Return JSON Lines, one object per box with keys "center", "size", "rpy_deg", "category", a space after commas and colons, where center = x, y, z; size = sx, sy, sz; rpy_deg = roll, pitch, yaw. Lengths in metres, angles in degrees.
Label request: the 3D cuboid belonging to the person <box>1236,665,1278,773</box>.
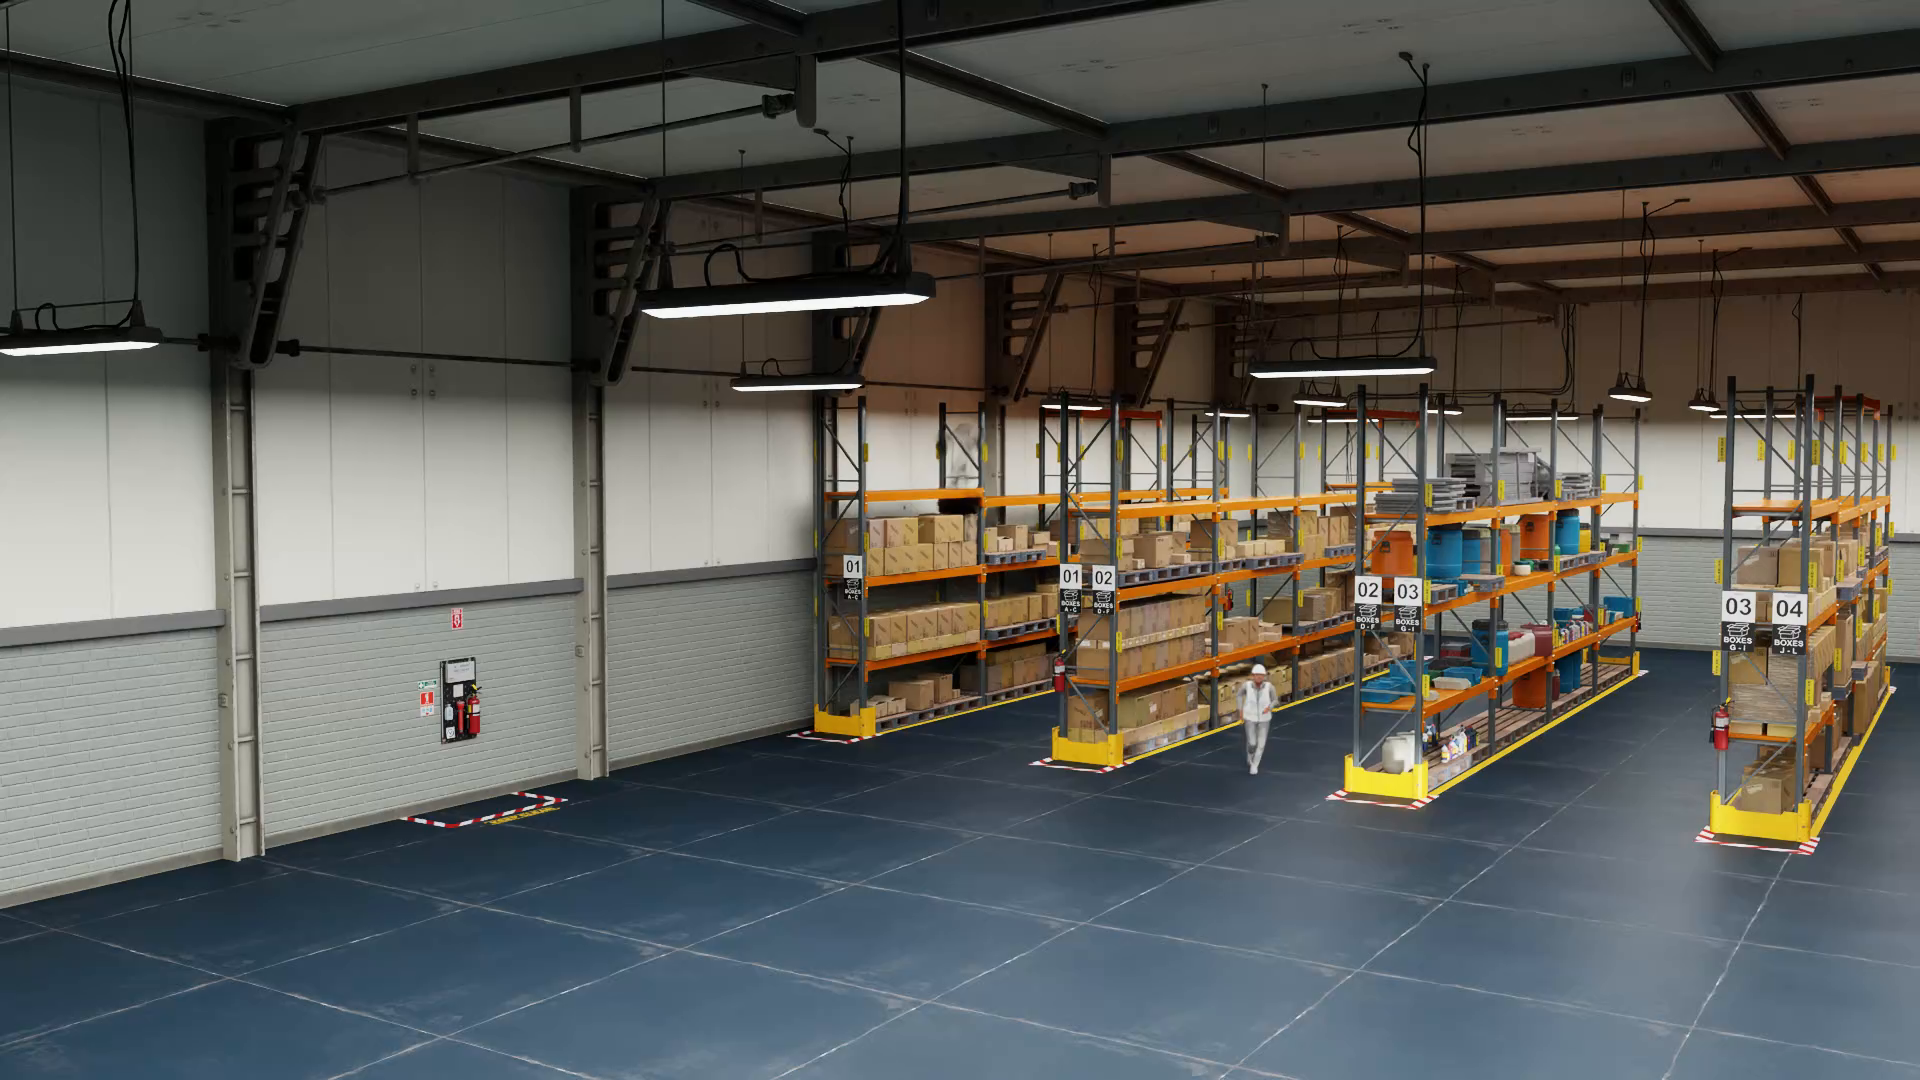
{"center": [4.629, 2.785, 25.856], "size": [0.635, 1.714, 0.636], "rpy_deg": [0, 3, 2], "category": "person"}
